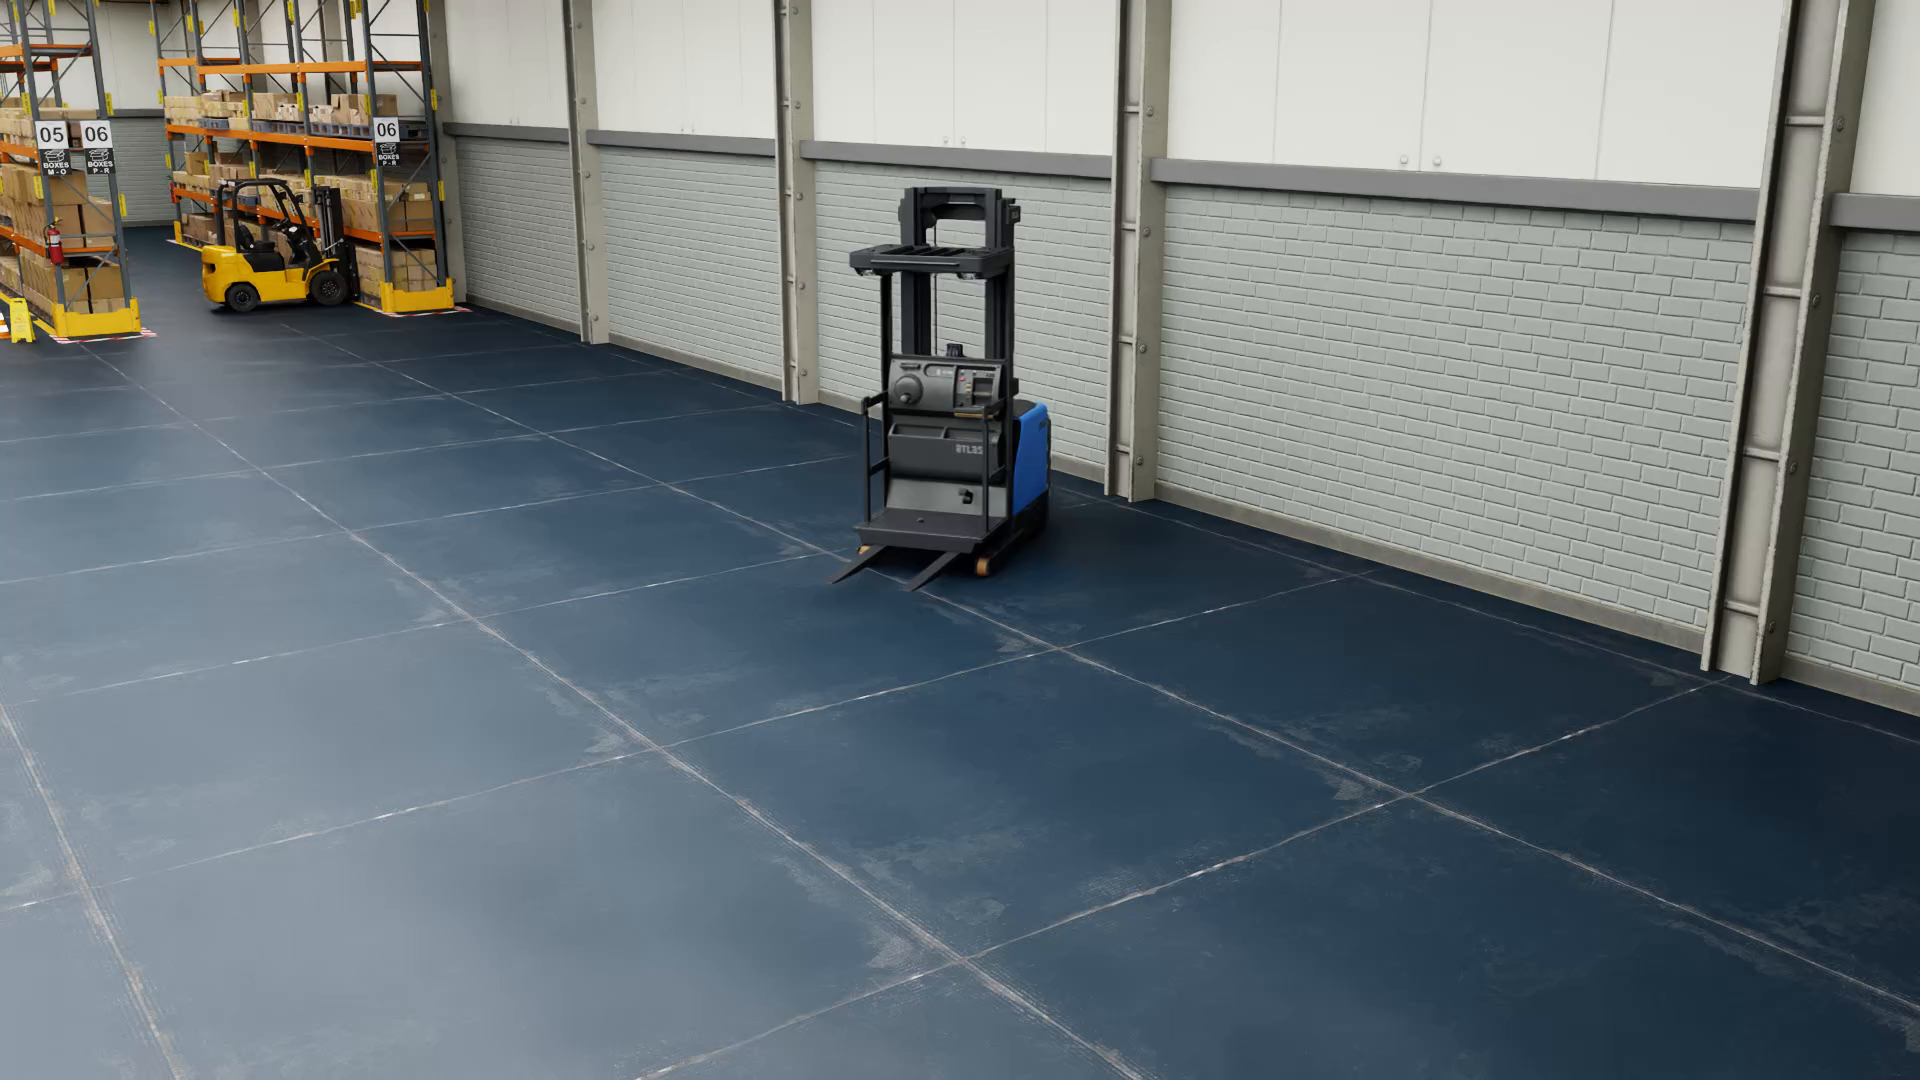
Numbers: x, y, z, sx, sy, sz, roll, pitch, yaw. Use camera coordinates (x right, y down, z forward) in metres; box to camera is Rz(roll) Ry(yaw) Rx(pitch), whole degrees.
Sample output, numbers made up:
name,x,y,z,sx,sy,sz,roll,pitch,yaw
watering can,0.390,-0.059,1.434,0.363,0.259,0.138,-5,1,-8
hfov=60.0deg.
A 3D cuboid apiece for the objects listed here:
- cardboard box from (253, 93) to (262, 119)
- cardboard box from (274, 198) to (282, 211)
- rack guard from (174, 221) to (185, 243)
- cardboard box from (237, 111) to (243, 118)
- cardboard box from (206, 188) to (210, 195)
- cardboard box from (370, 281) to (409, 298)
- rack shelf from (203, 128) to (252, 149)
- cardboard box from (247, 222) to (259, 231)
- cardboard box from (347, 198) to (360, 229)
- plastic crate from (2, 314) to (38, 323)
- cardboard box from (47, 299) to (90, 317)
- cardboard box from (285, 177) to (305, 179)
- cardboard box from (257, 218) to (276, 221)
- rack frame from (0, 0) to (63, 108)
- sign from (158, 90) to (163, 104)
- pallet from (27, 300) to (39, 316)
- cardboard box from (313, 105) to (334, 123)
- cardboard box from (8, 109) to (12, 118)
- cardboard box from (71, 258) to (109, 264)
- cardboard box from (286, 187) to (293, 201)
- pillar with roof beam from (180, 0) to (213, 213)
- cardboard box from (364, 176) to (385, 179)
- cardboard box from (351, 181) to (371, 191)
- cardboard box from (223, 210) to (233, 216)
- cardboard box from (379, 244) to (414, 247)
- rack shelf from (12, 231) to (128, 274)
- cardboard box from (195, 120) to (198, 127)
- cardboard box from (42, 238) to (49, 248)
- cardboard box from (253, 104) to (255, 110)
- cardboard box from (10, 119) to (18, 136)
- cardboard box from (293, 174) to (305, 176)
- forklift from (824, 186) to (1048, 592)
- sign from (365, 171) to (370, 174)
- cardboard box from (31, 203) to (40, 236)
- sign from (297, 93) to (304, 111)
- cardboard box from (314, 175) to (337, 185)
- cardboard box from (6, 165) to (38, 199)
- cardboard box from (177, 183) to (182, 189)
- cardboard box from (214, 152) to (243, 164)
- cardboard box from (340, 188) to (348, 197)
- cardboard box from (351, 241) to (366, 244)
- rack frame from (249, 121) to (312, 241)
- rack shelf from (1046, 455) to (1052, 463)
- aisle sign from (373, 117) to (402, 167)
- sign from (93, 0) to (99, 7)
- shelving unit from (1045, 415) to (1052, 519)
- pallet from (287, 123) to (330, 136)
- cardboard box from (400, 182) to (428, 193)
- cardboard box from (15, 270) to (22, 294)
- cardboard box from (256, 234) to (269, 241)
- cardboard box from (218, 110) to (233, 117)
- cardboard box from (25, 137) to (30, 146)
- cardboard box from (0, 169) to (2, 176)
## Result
name,x,y,z,sx,sy,sz,roll,pitch,yaw
cardboard box,-13.783,-8.677,33.241,0.500,0.500,0.500,-11,19,-34
cardboard box,-13.349,-6.702,33.164,0.500,0.250,0.500,-12,19,-36
rack guard,-18.671,-7.610,40.934,1.175,0.500,0.348,-11,19,-35
cardboard box,-14.867,-8.894,34.735,0.380,0.149,0.250,-11,19,-35
cardboard box,-16.926,-7.938,37.872,0.380,0.149,0.250,-10,18,-33
cardboard box,-9.840,-4.343,28.675,0.500,0.250,0.500,-11,19,-34
rack shelf,-15.188,-8.651,35.681,1.077,0.370,4.000,-11,19,-35
cardboard box,-15.078,-6.733,35.704,0.380,0.149,0.250,-11,19,-35
cardboard box,-10.409,-5.750,29.212,0.500,0.500,0.500,-11,19,-36
plastic crate,-15.413,-3.628,27.179,0.583,0.080,0.402,10,18,33
cardboard box,-14.028,-3.656,26.167,0.500,0.250,0.500,-11,19,-35
cardboard box,-13.064,-7.057,32.758,0.380,0.149,0.250,-11,19,-35
cardboard box,-15.315,-7.030,36.791,0.380,0.149,0.250,-10,18,-33
rack frame,-15.673,-8.392,27.691,1.000,3.000,0.127,-11,19,-35
sign,-19.155,-10.616,39.844,0.100,0.325,0.005,-11,19,-35
pallet,-15.250,-4.015,28.347,1.003,0.211,1.213,-11,19,-35
cardboard box,-11.368,-7.709,30.061,0.500,0.311,0.500,-10,18,-33
cardboard box,-15.108,-6.876,26.802,0.380,0.149,0.250,-12,19,-36
cardboard box,-14.186,-4.322,27.177,0.500,0.500,0.500,-10,18,-33
cardboard box,-12.760,-6.722,32.292,0.500,0.250,0.500,-10,18,-33
pillar with roof beam,-23.054,-11.773,40.045,9.100,9.000,0.400,-11,19,-35
cardboard box,-10.614,-6.536,30.294,0.380,0.149,0.250,-11,19,-35
cardboard box,-10.364,-6.166,28.942,0.380,0.149,0.250,-10,18,-33
cardboard box,-16.319,-7.323,37.296,0.380,0.149,0.250,-11,19,-35
cardboard box,-10.020,-5.121,29.622,0.500,0.250,0.500,-11,19,-35
rack shelf,-14.497,-4.724,27.018,1.077,0.370,4.000,-11,19,-35
cardboard box,-17.107,-9.446,37.700,0.380,0.149,0.250,-10,18,-33
cardboard box,-13.953,-4.607,25.701,0.380,0.149,0.250,-11,19,-35
cardboard box,-14.454,-8.861,34.054,0.380,0.149,0.250,-10,18,-33
cardboard box,-14.742,-6.555,26.381,0.500,0.250,0.500,-11,19,-34
cardboard box,-13.413,-7.408,34.043,0.380,0.149,0.250,-10,18,-33
forklift,-0.188,-1.240,13.055,1.130,2.935,3.031,5,16,18
sign,-11.212,-6.812,31.492,0.100,0.325,0.005,-11,19,-35
cardboard box,-14.154,-5.017,25.970,0.500,0.500,0.500,-11,19,-34
sign,-12.093,-8.031,30.480,0.100,0.325,0.005,-11,19,-35
cardboard box,-11.713,-6.660,30.746,0.380,0.149,0.250,-10,18,-33
cardboard box,-15.034,-5.821,27.014,0.700,0.500,0.500,-11,19,-36
cardboard box,-18.745,-8.598,40.284,0.380,0.149,0.250,-11,19,-35
cardboard box,-17.024,-8.770,38.737,0.500,0.500,0.500,-11,19,-36
cardboard box,-10.793,-6.189,29.587,0.380,0.149,0.250,-11,19,-36
cardboard box,-11.035,-5.261,30.135,0.500,0.250,0.500,-10,18,-33
rack frame,-14.012,-7.124,34.422,1.000,3.000,0.127,-11,19,-35
rack shelf,0.674,-0.702,14.722,0.258,0.077,0.200,0,15,-1
aisle sign,-9.507,-6.610,27.619,0.394,0.787,0.004,-11,19,-35
sign,-12.882,-8.111,24.744,0.100,0.325,0.005,-11,19,-35
shelving unit,0.674,-0.647,14.737,0.258,0.900,0.210,0,15,-1
pallet,-12.189,-7.810,31.611,0.805,0.209,1.217,-12,19,-37
cardboard box,-9.333,-6.025,28.425,0.380,0.149,0.250,-11,19,-36
cardboard box,-15.983,-4.545,29.182,0.950,0.372,0.625,-11,19,-34
cardboard box,-14.435,-6.178,34.904,0.500,0.500,0.500,-10,18,-33
cardboard box,-15.586,-9.104,35.468,0.380,0.149,0.250,-10,18,-33
cardboard box,-14.339,-6.223,25.924,0.380,0.149,0.250,-11,19,-35
cardboard box,-16.543,-6.414,29.052,0.380,0.149,0.250,-12,19,-36
